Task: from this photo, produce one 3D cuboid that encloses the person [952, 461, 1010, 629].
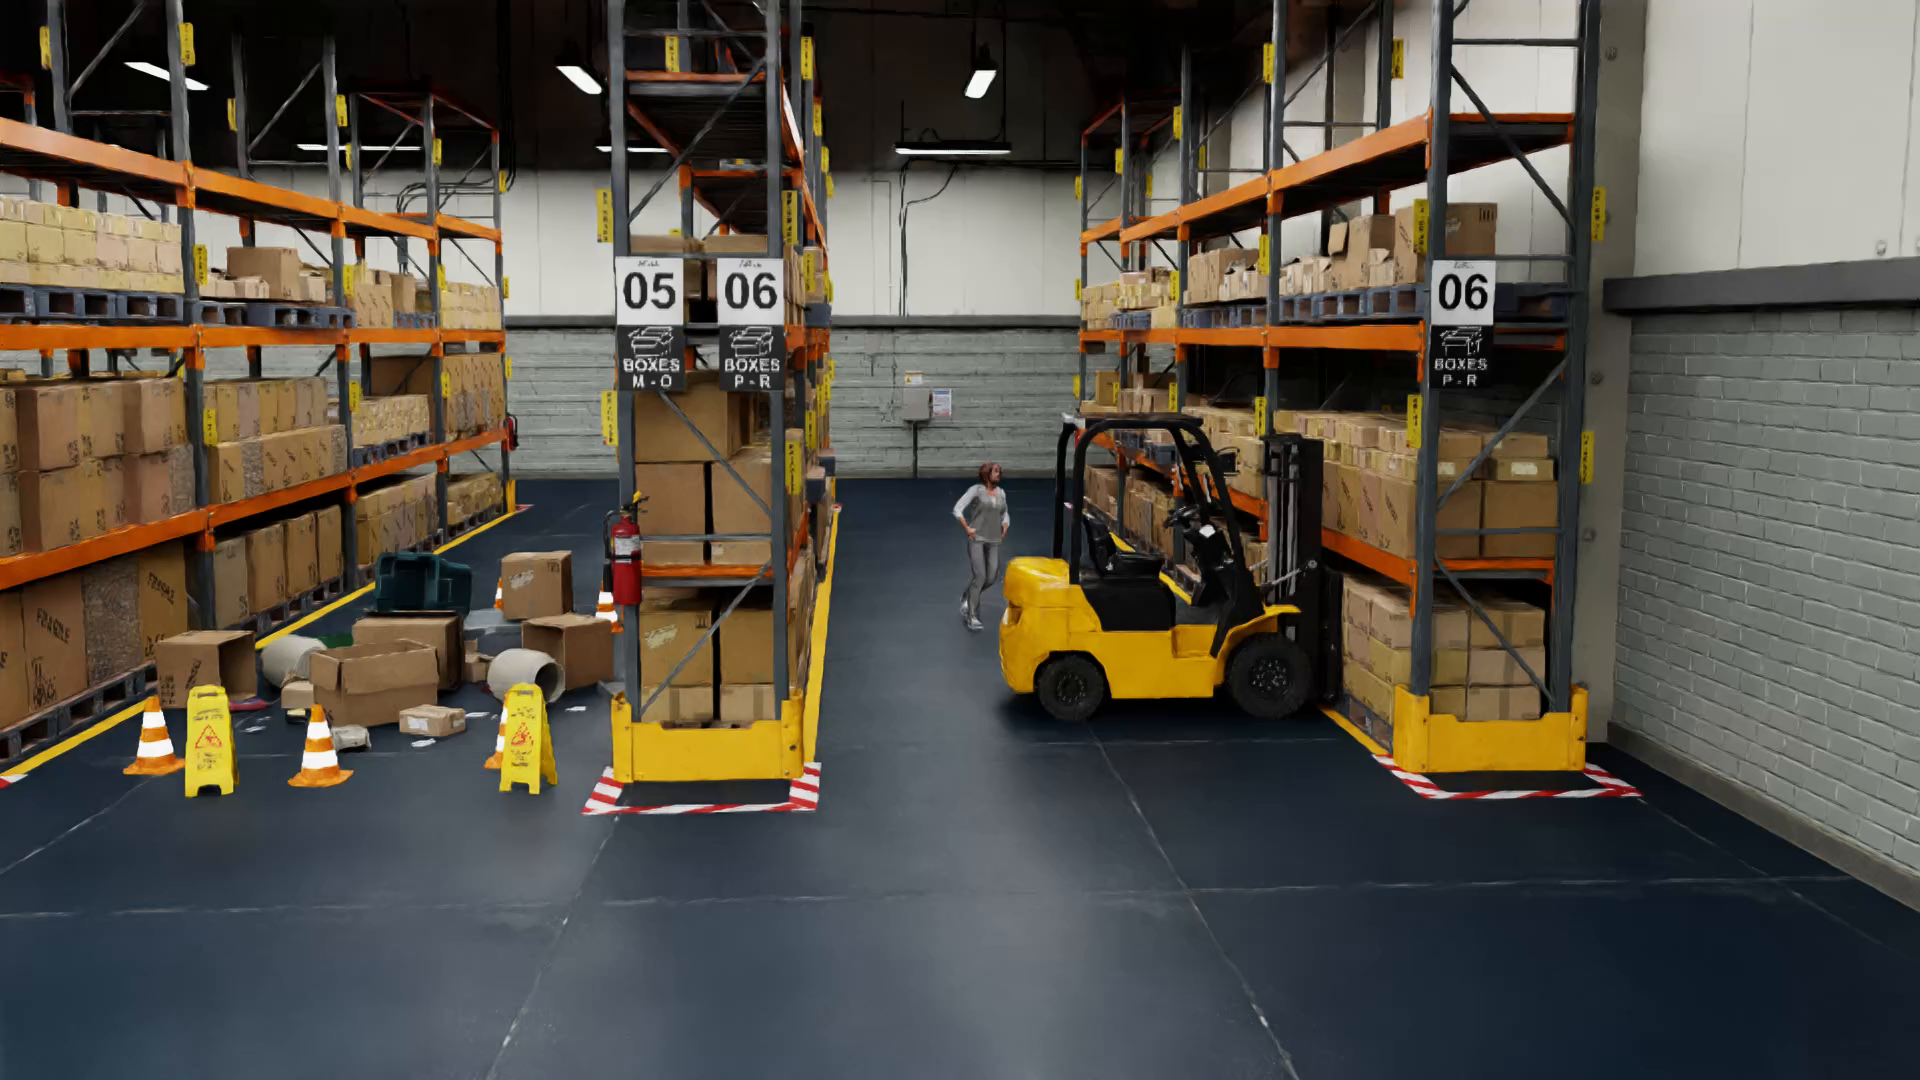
[{"bbox_3d":[0.242,0.034,15.728,0.582,1.543,0.604,-3,8,-25],"label":"person"}]
